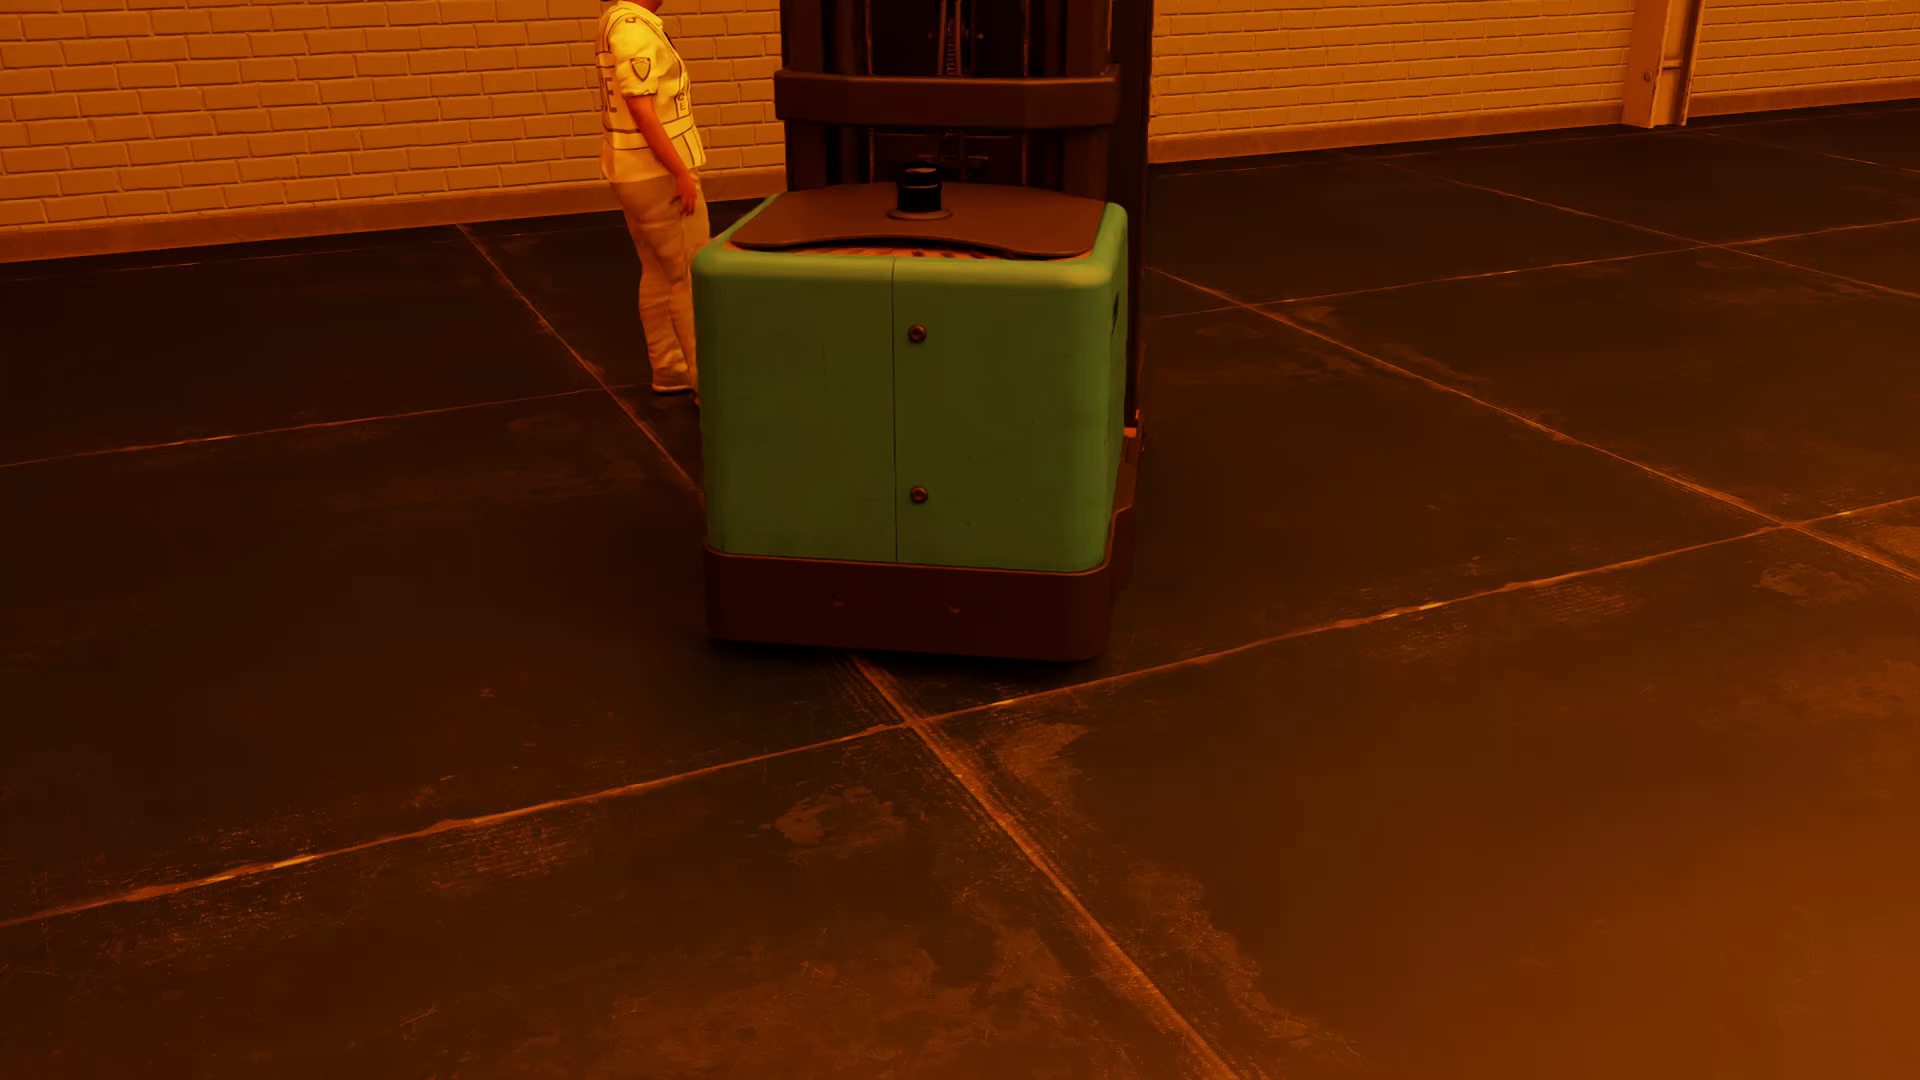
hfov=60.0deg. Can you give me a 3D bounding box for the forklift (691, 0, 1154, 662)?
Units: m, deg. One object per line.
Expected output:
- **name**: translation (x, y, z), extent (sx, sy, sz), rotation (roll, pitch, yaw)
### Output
- **forklift**: translation (0.052, -1.578, 5.085), extent (1.130, 2.935, 3.031), rotation (3, 23, 7)

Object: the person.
- **person**: translation (-1.041, -1.342, 6.146), extent (0.529, 1.670, 0.598), rotation (-8, 24, -19)
